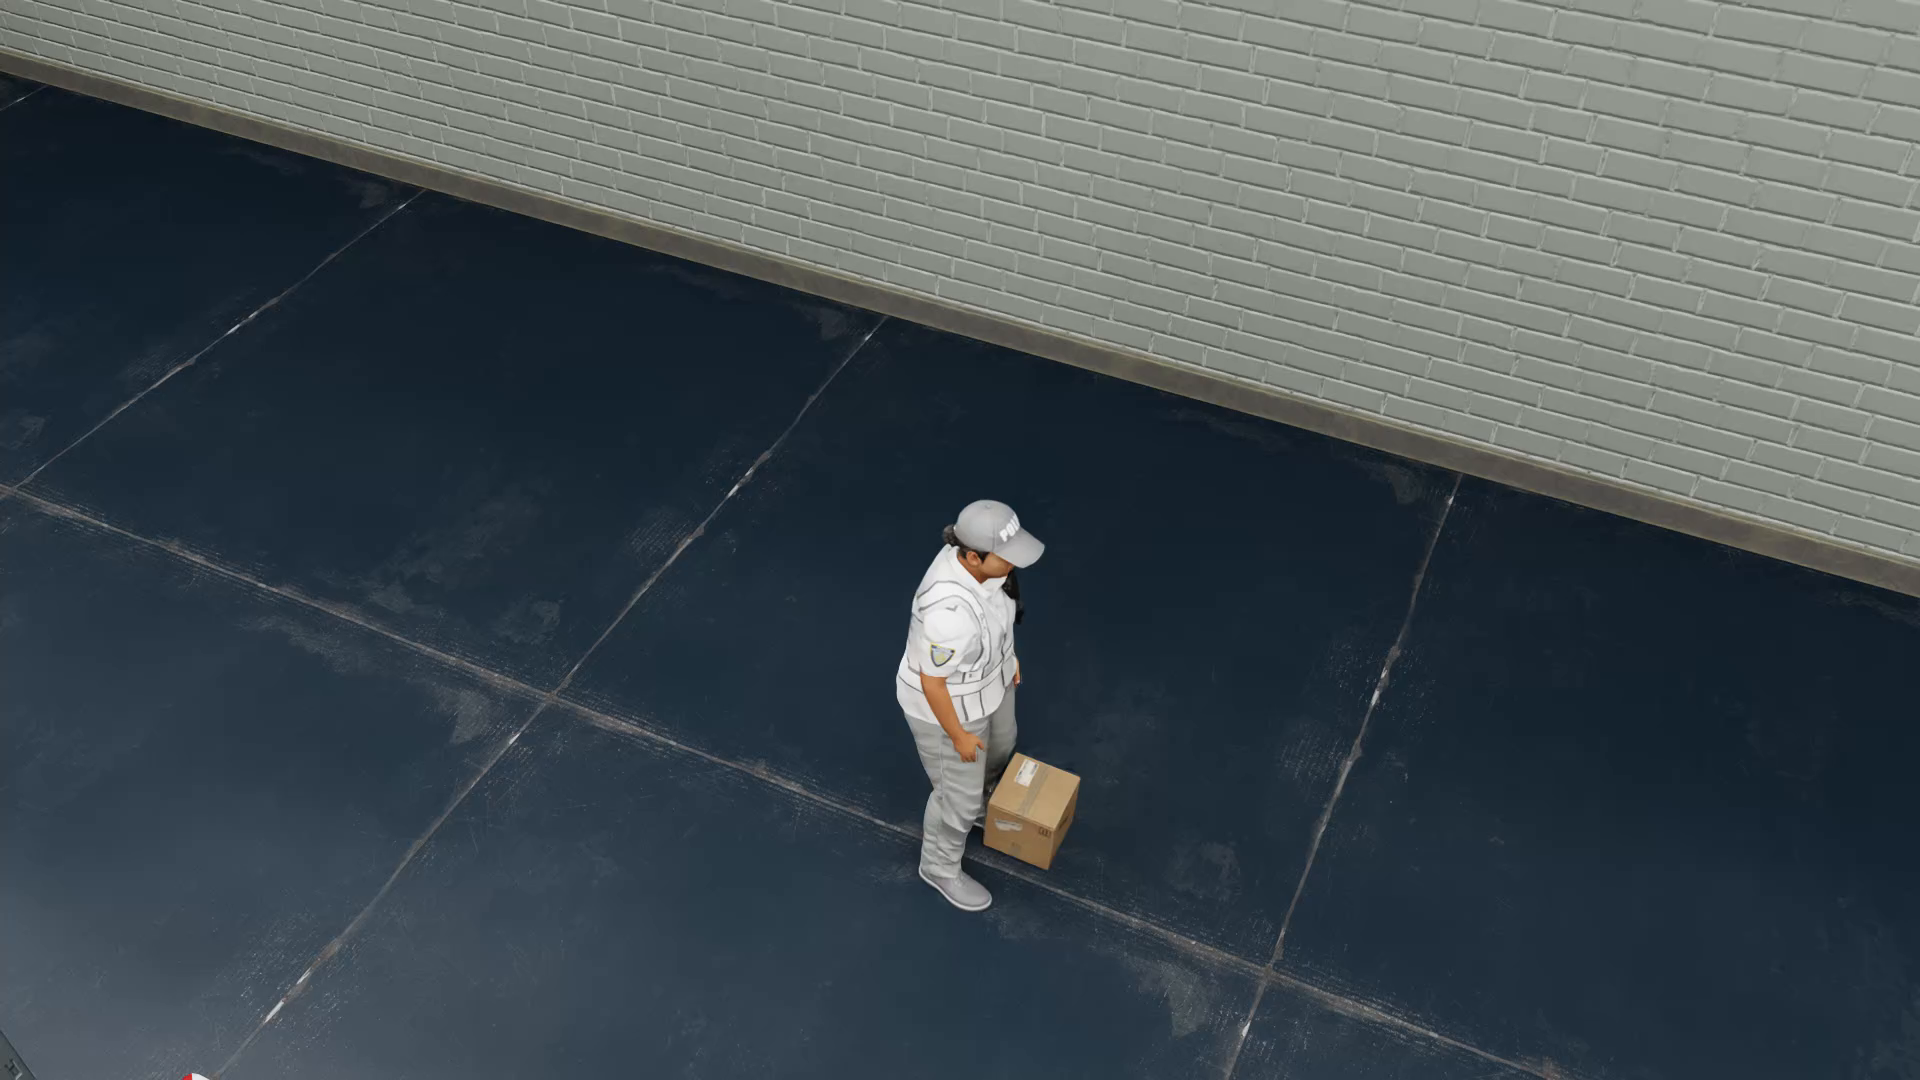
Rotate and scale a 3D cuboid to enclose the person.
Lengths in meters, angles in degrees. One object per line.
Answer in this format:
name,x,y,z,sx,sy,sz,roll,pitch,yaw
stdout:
person,0.033,0.520,5.581,0.451,1.668,0.532,16,45,17
